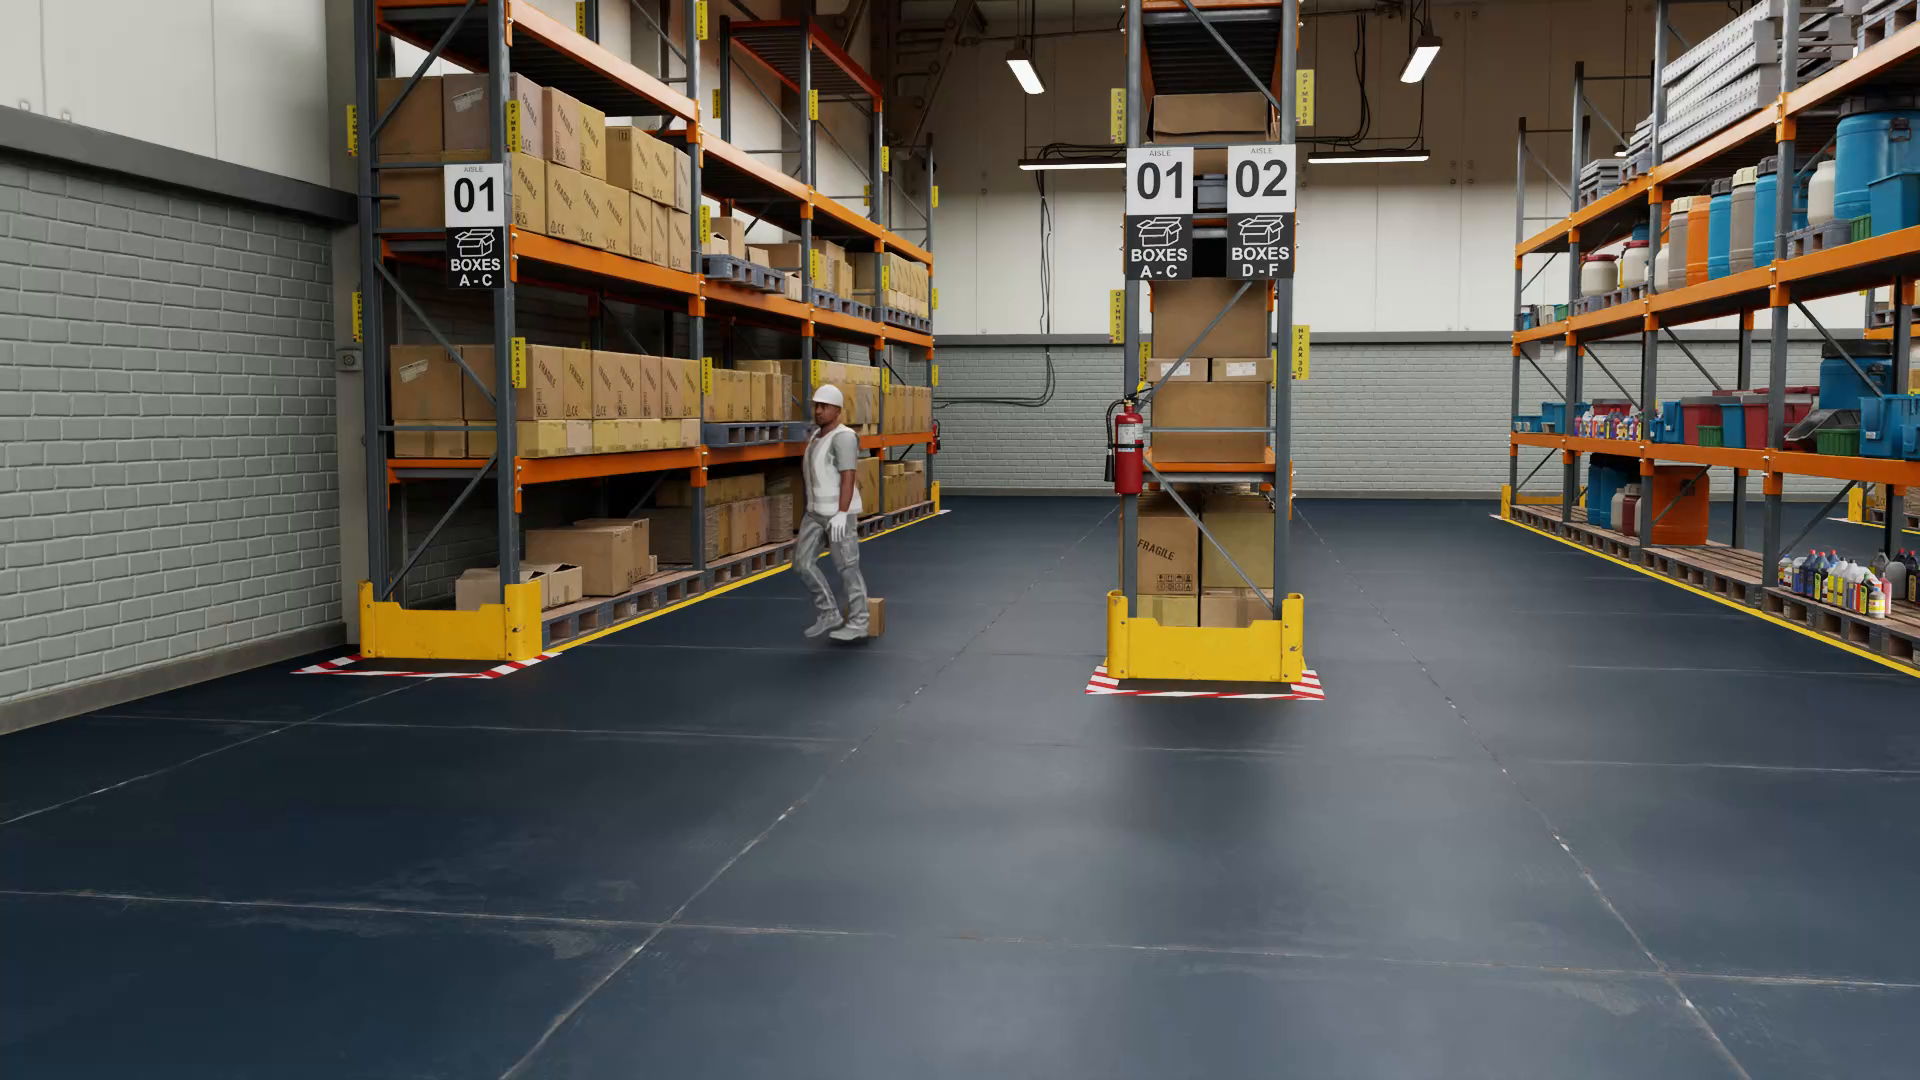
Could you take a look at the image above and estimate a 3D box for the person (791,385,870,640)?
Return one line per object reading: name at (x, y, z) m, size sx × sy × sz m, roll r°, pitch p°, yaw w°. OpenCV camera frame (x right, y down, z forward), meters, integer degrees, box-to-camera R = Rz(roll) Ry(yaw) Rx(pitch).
person at (-0.855, -0.179, 11.456) m, size 0.519 × 1.763 × 0.619 m, roll -3°, pitch 5°, yaw -36°
